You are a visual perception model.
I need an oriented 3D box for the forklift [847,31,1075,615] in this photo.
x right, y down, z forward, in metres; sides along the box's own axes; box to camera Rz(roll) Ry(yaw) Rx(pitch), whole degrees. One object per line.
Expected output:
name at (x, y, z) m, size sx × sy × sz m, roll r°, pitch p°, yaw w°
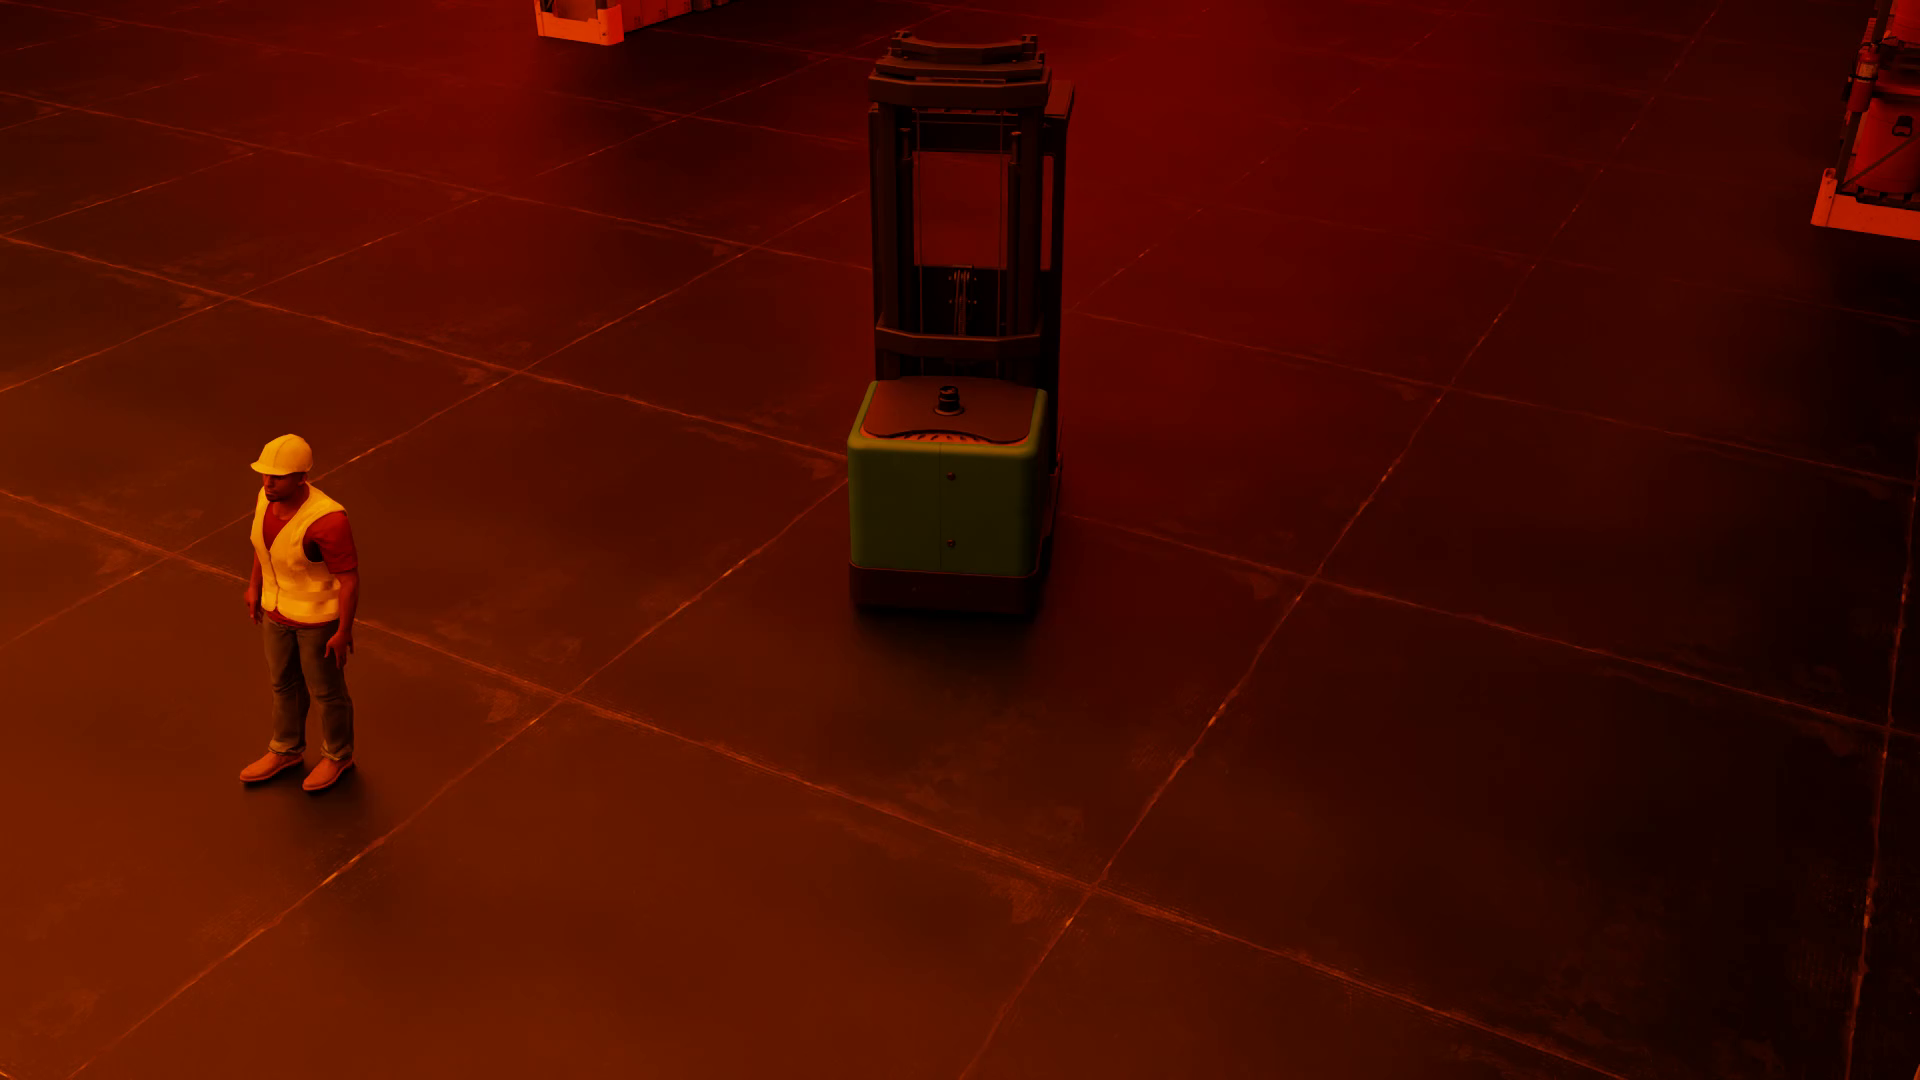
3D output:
forklift at (0.072, -1.572, 9.794) m, size 1.130 × 2.935 × 3.031 m, roll 3°, pitch 30°, yaw 6°

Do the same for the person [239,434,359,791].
person at (-3.056, 0.357, 7.603) m, size 0.665 × 1.767 × 0.576 m, roll 17°, pitch 34°, yaw 27°
